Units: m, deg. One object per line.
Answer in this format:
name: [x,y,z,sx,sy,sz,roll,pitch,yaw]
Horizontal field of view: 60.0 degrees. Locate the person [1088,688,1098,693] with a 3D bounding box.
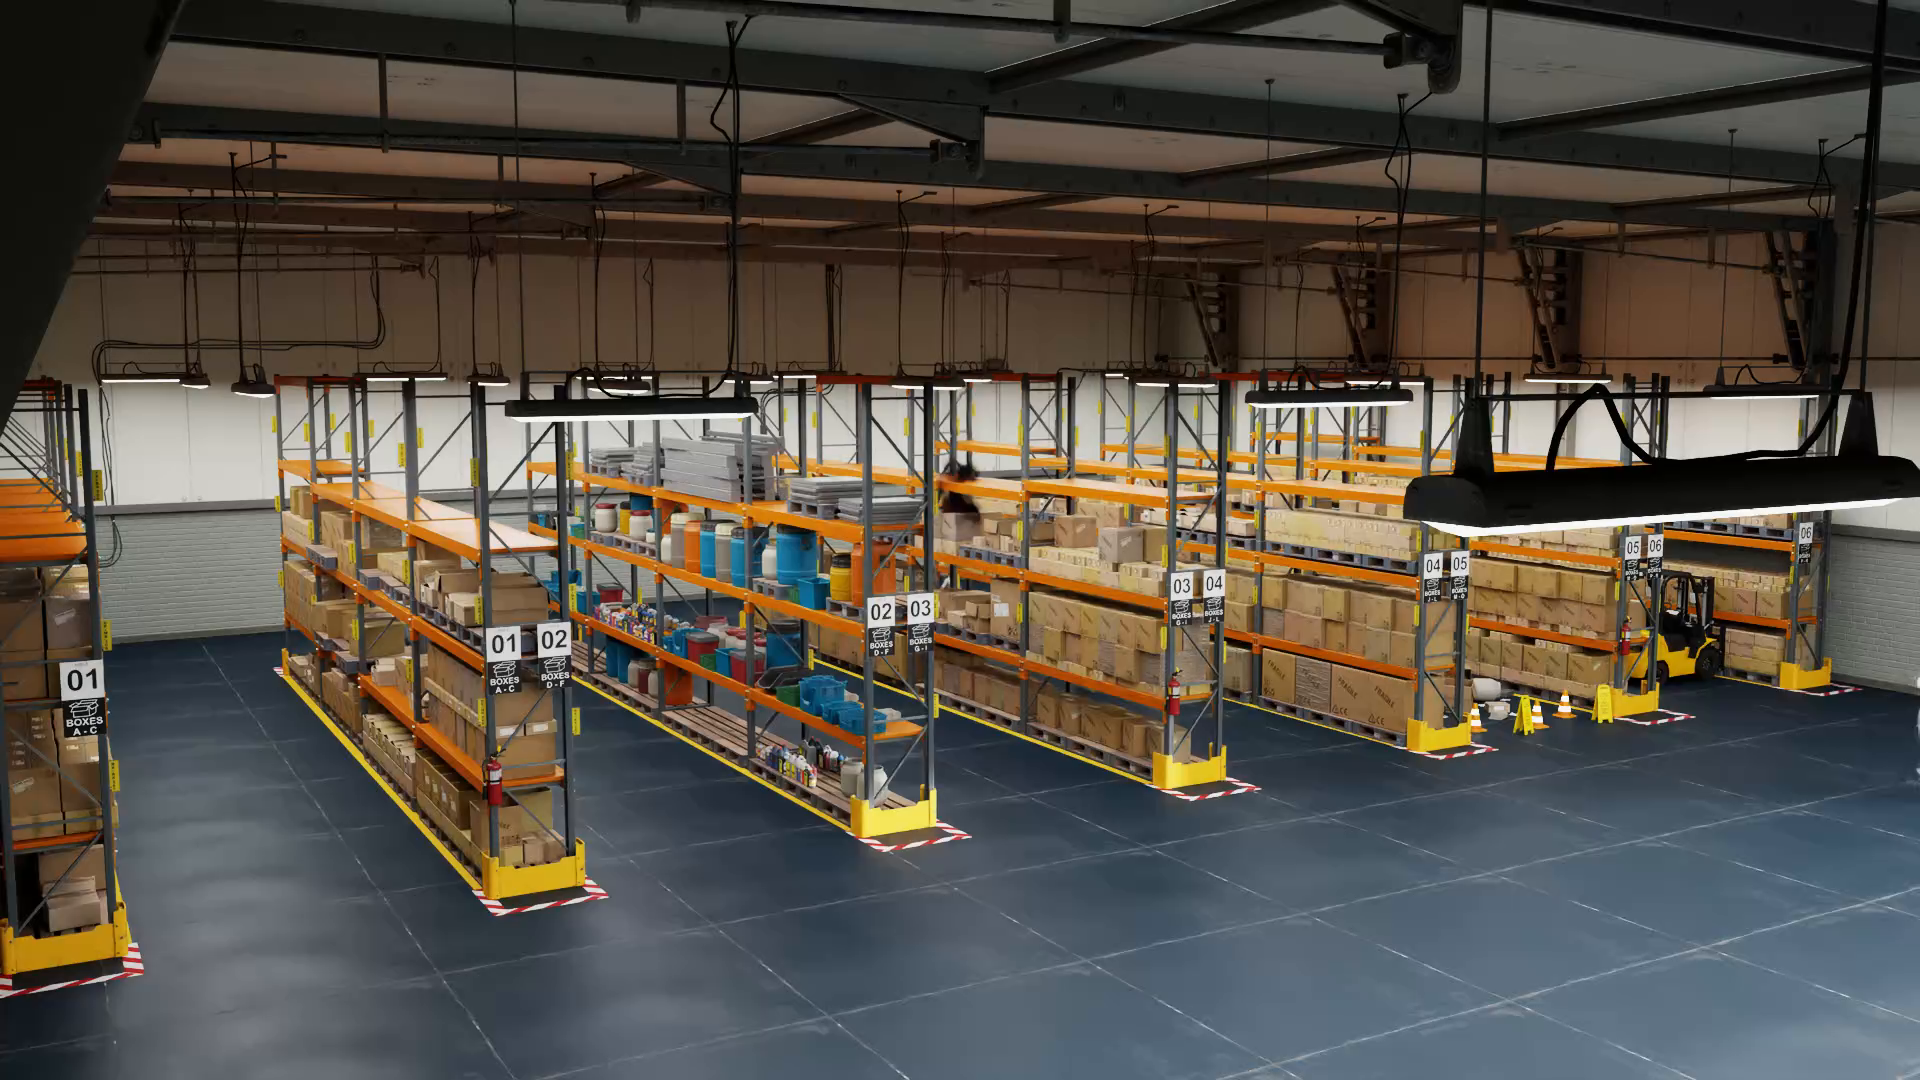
person: [2.407,2.003,31.566,0.610,1.694,0.860,-3,7,-29]

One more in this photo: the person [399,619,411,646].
person: [-11.576,1.730,34.462,0.622,1.734,0.805,4,7,29]

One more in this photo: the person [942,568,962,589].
person: [-0.166,1.406,37.454,0.587,1.688,0.847,-4,7,-31]

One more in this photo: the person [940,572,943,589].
person: [-0.633,0.908,42.288,0.517,1.597,0.640,5,8,40]
